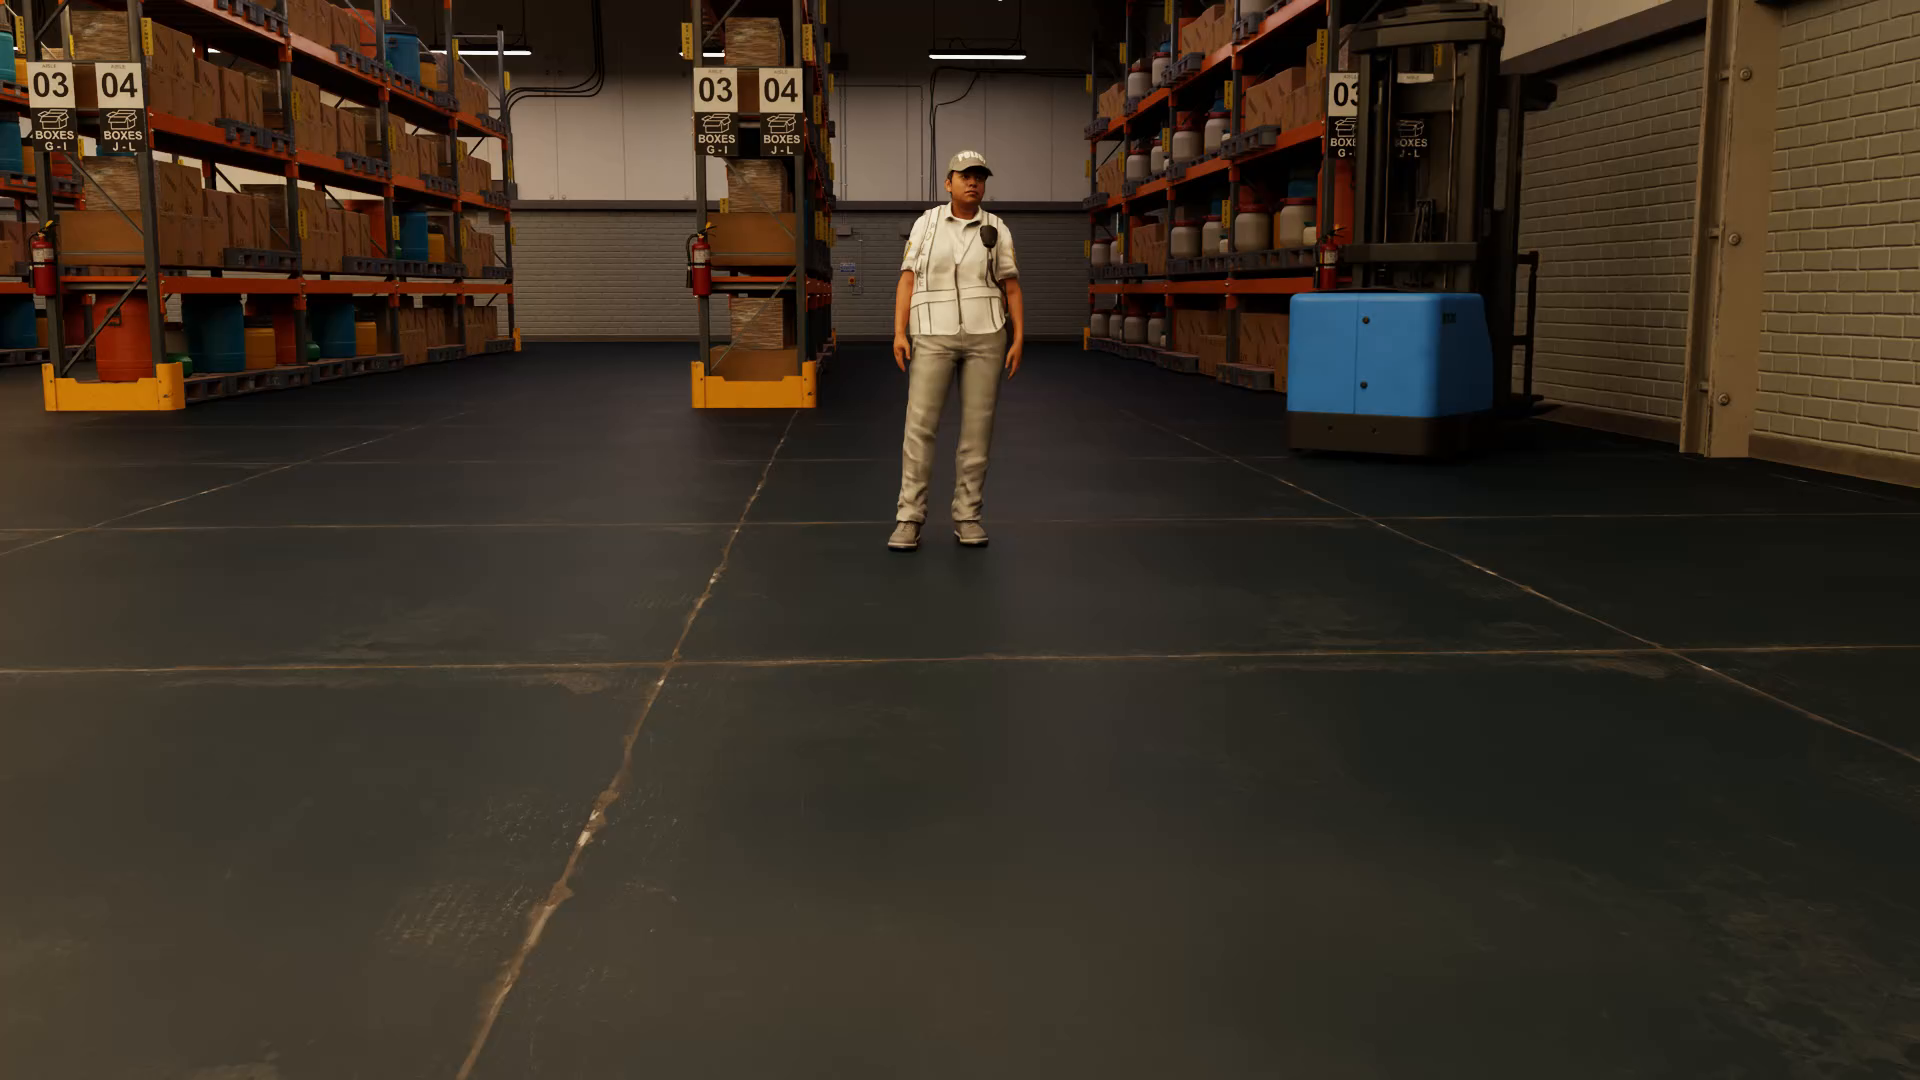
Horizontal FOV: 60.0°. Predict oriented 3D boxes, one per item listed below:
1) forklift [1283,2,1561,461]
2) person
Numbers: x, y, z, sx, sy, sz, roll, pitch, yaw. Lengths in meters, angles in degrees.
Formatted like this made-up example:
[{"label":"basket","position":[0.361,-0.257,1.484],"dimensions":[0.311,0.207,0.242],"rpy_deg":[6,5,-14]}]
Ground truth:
[{"label":"forklift","position":[3.422,-2.116,11.585],"dimensions":[1.130,2.935,3.031],"rpy_deg":[6,11,37]},{"label":"person","position":[-0.018,-0.816,7.110],"dimensions":[0.598,1.660,0.529],"rpy_deg":[-1,8,-4]}]
